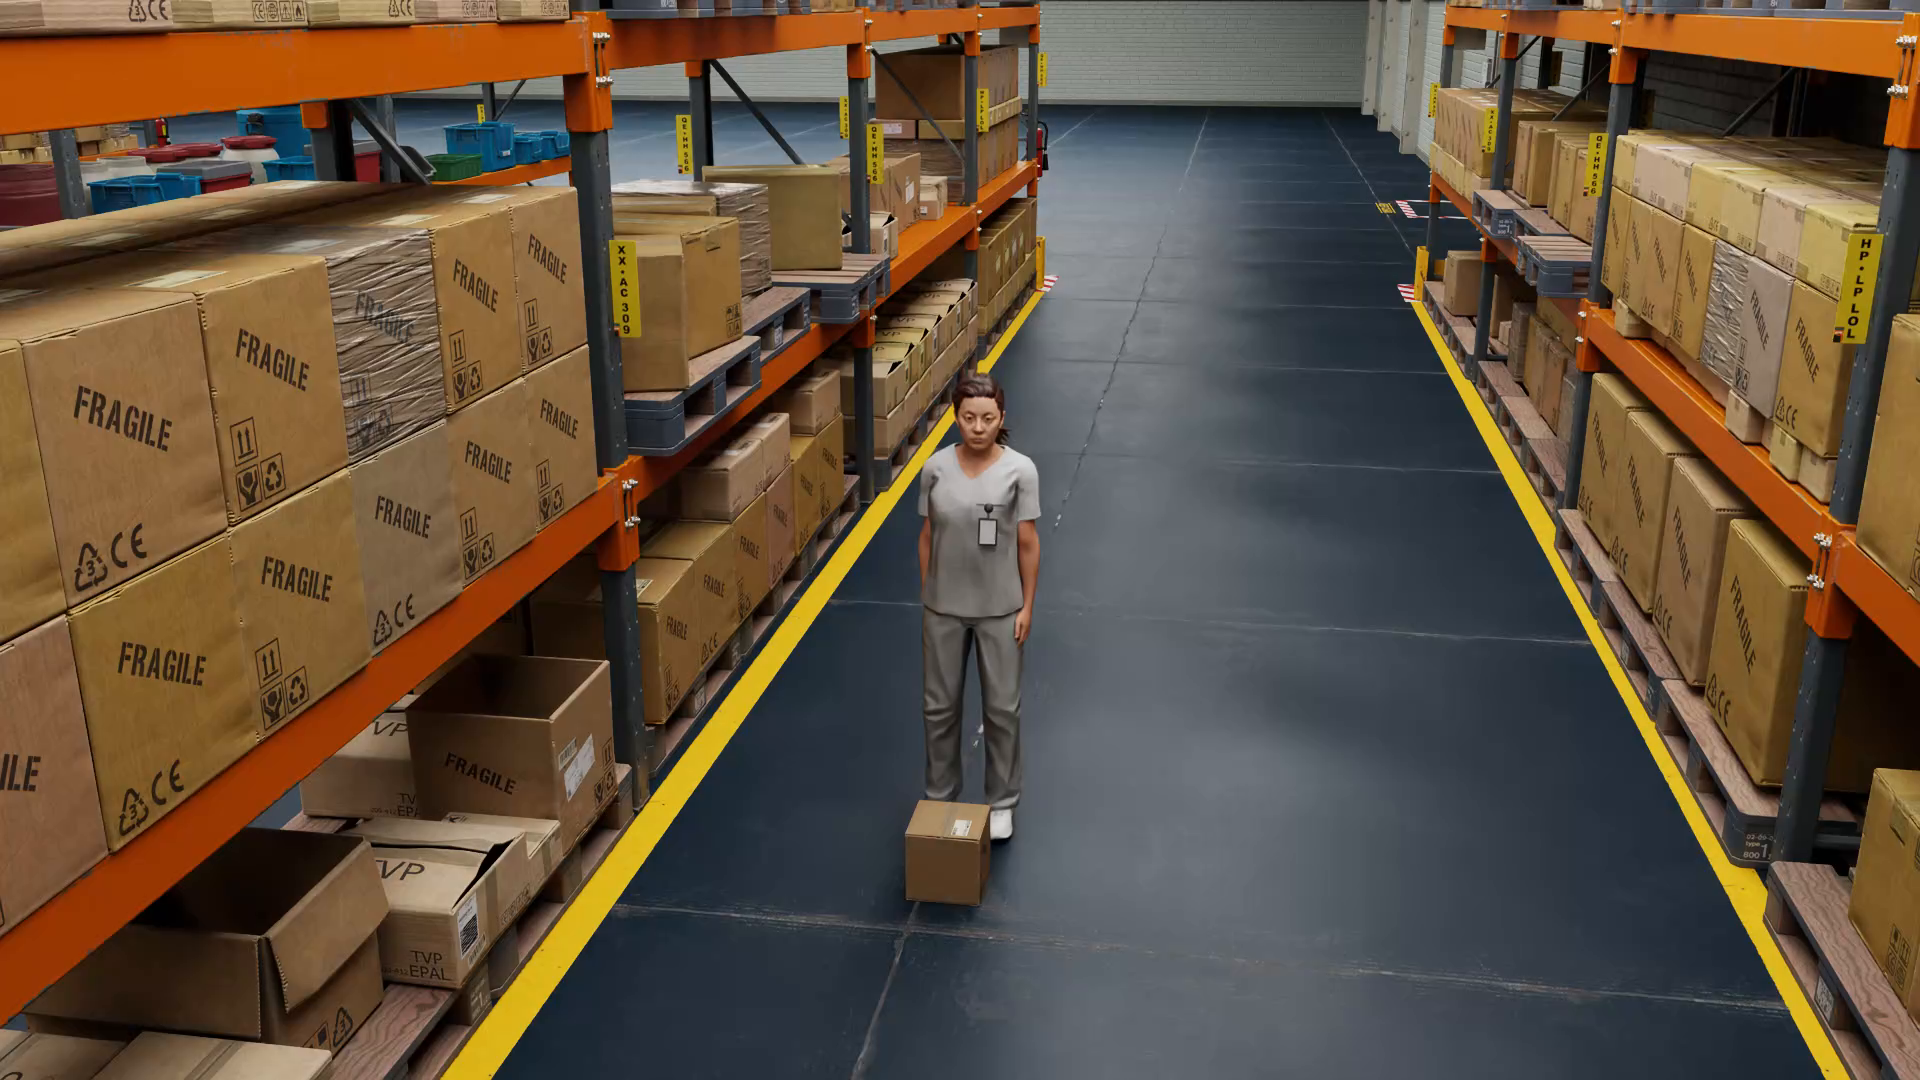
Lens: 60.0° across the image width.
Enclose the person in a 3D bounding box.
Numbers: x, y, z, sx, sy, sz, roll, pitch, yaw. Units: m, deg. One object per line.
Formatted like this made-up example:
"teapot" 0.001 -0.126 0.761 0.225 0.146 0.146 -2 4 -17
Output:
"person" 0.062 0.239 5.849 0.437 1.680 0.361 3 18 10
